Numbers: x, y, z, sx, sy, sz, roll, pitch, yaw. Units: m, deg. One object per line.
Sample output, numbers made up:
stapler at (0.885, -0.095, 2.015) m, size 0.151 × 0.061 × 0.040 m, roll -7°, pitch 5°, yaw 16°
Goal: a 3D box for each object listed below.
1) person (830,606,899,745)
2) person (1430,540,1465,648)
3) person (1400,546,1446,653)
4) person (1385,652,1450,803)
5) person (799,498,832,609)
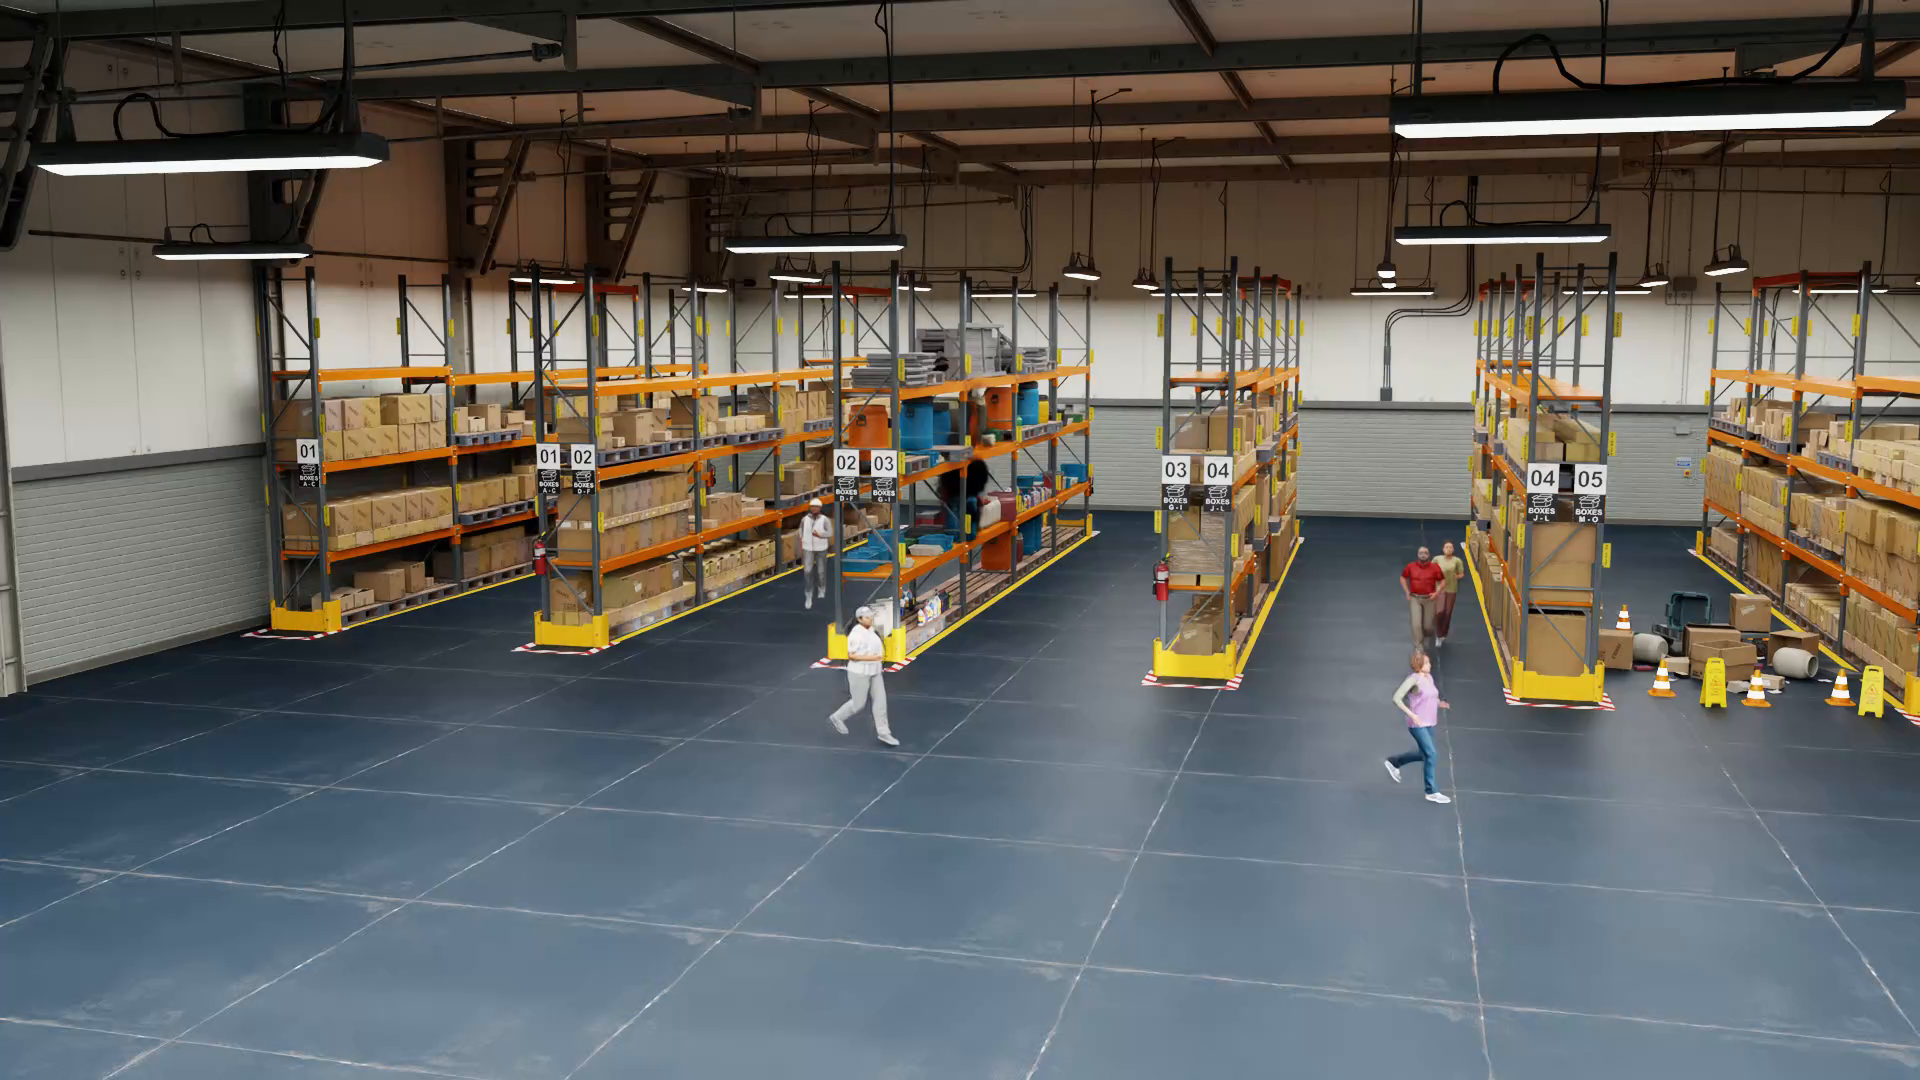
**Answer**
person at (-1.156, 1.624, 20.105) m, size 0.925 × 1.665 × 0.606 m, roll 5°, pitch 9°, yaw 33°
person at (7.703, 0.846, 26.363) m, size 0.556 × 1.710 × 0.709 m, roll 1°, pitch 7°, yaw 9°
person at (7.073, 0.941, 25.448) m, size 0.676 × 1.711 × 0.810 m, roll 2°, pitch 7°, yaw 15°
person at (4.893, 1.940, 17.759) m, size 0.812 × 1.503 × 0.547 m, roll 7°, pitch 10°, yaw 44°
person at (-2.502, 0.227, 28.672) m, size 0.624 × 1.892 × 0.726 m, roll 0°, pitch 7°, yaw 3°
